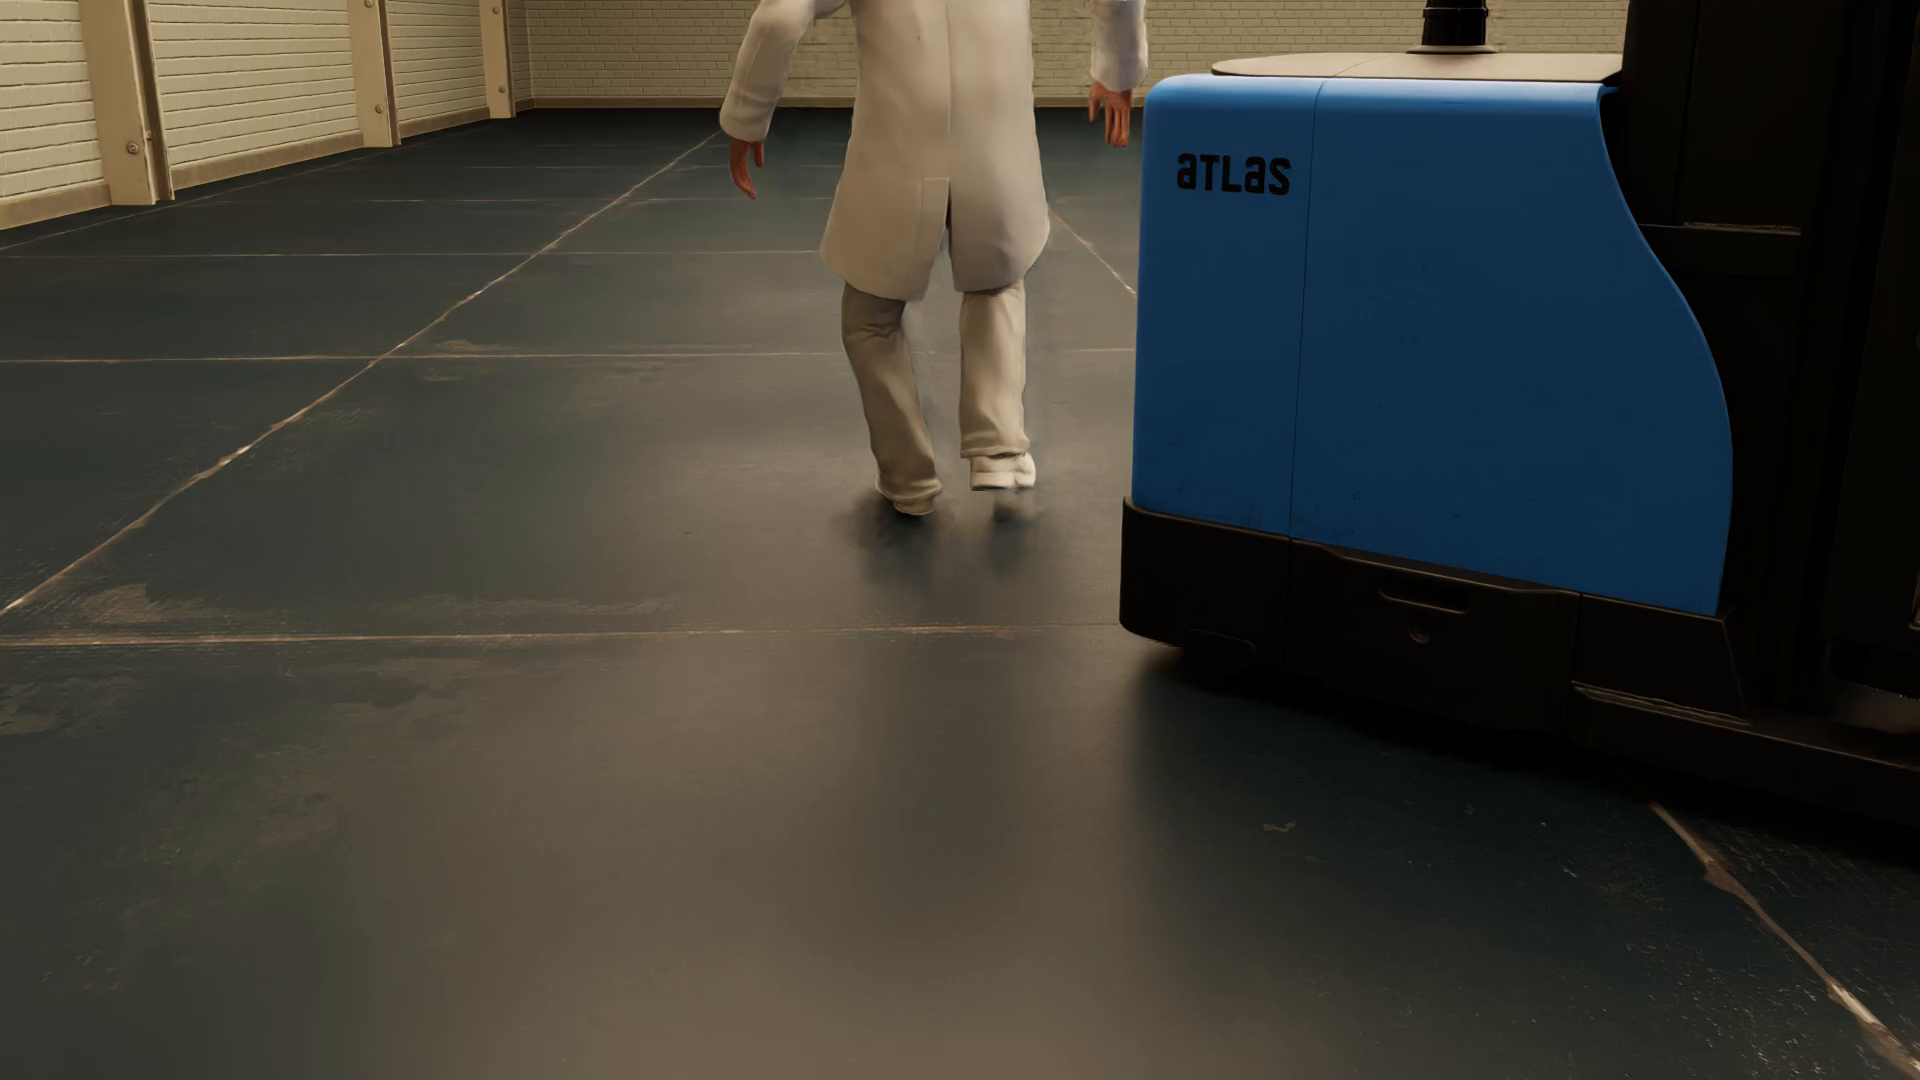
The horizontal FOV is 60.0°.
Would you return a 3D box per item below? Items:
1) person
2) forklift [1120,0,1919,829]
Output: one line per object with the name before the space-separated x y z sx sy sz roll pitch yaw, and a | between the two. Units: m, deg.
person | -0.062 -0.860 3.888 0.979 1.736 0.719 -2 17 -6
forklift | 1.793 -1.031 2.278 3.031 2.935 1.130 12 21 34
